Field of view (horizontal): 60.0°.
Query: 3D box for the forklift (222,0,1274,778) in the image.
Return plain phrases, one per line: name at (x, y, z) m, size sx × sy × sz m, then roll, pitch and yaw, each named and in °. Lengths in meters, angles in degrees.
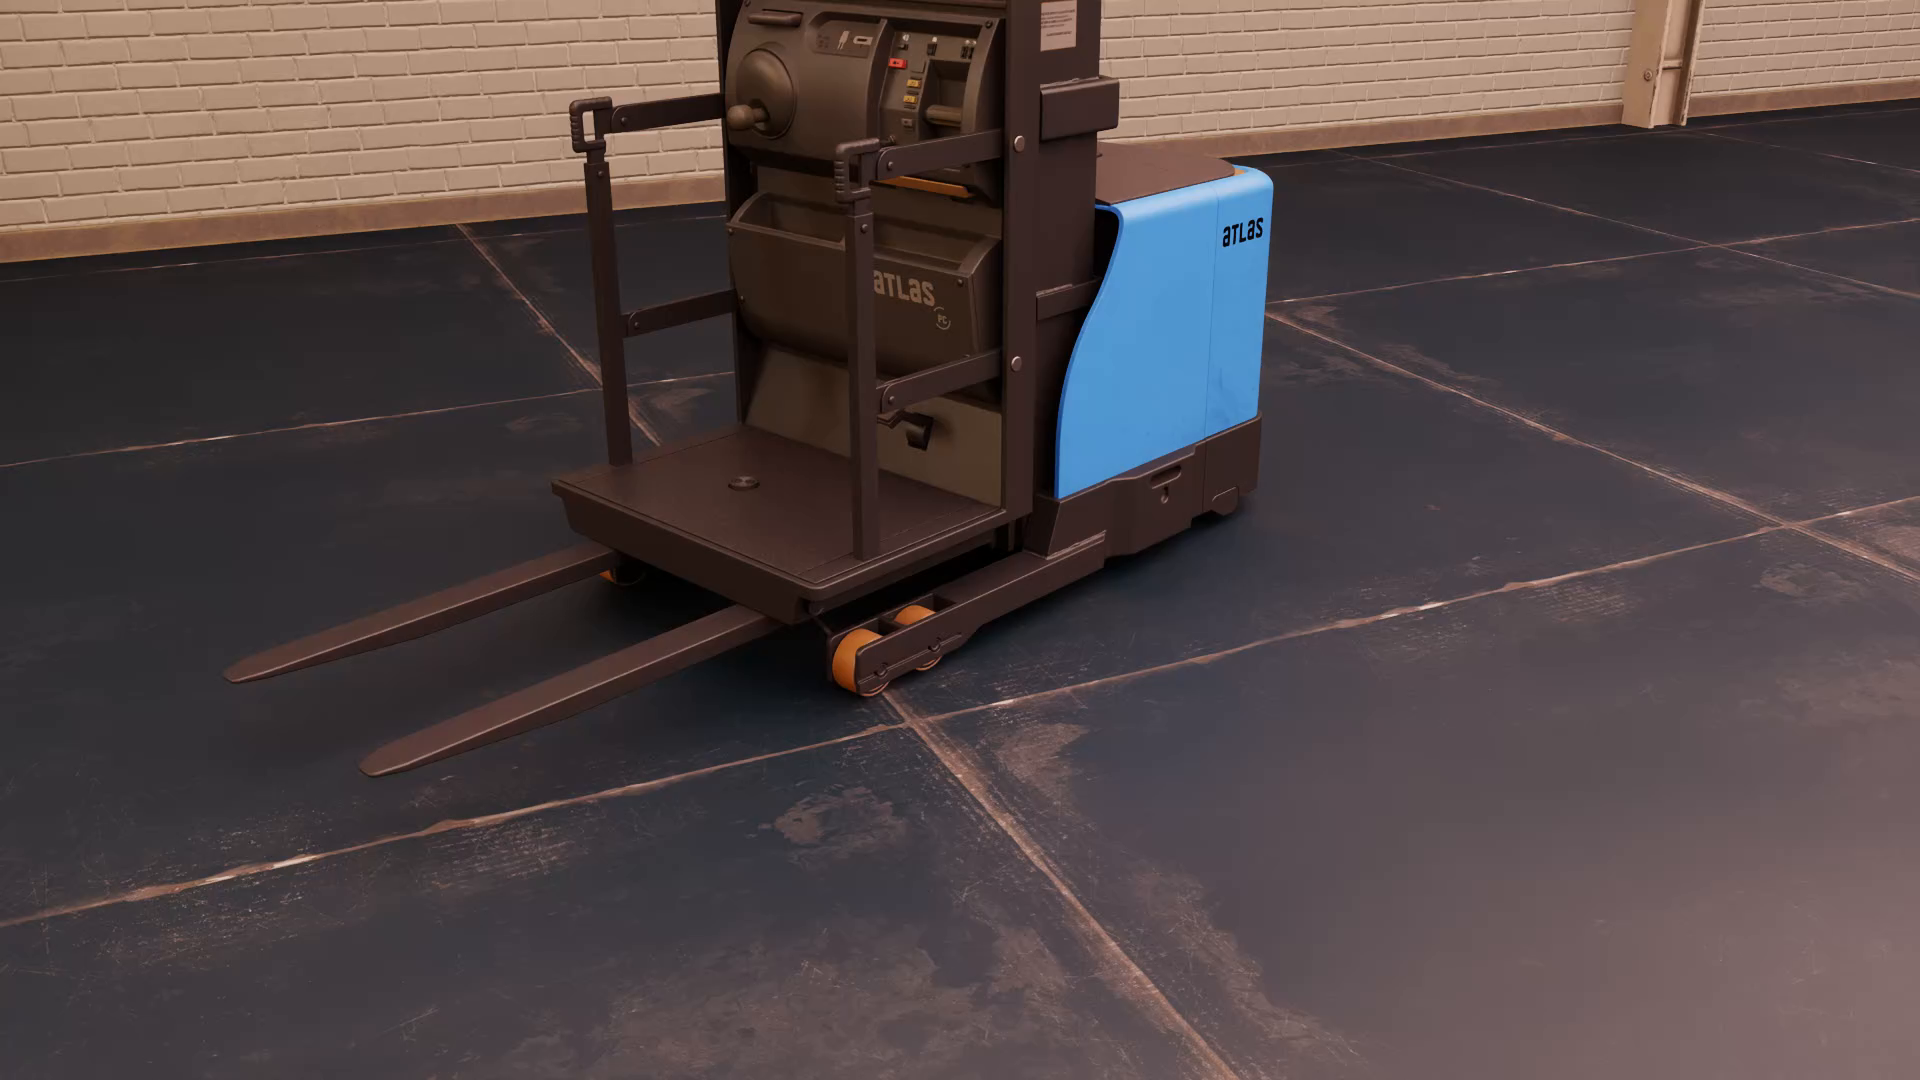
forklift at (-0.413, -1.182, 4.131) m, size 1.130 × 2.935 × 3.031 m, roll 19°, pitch 29°, yaw 39°
